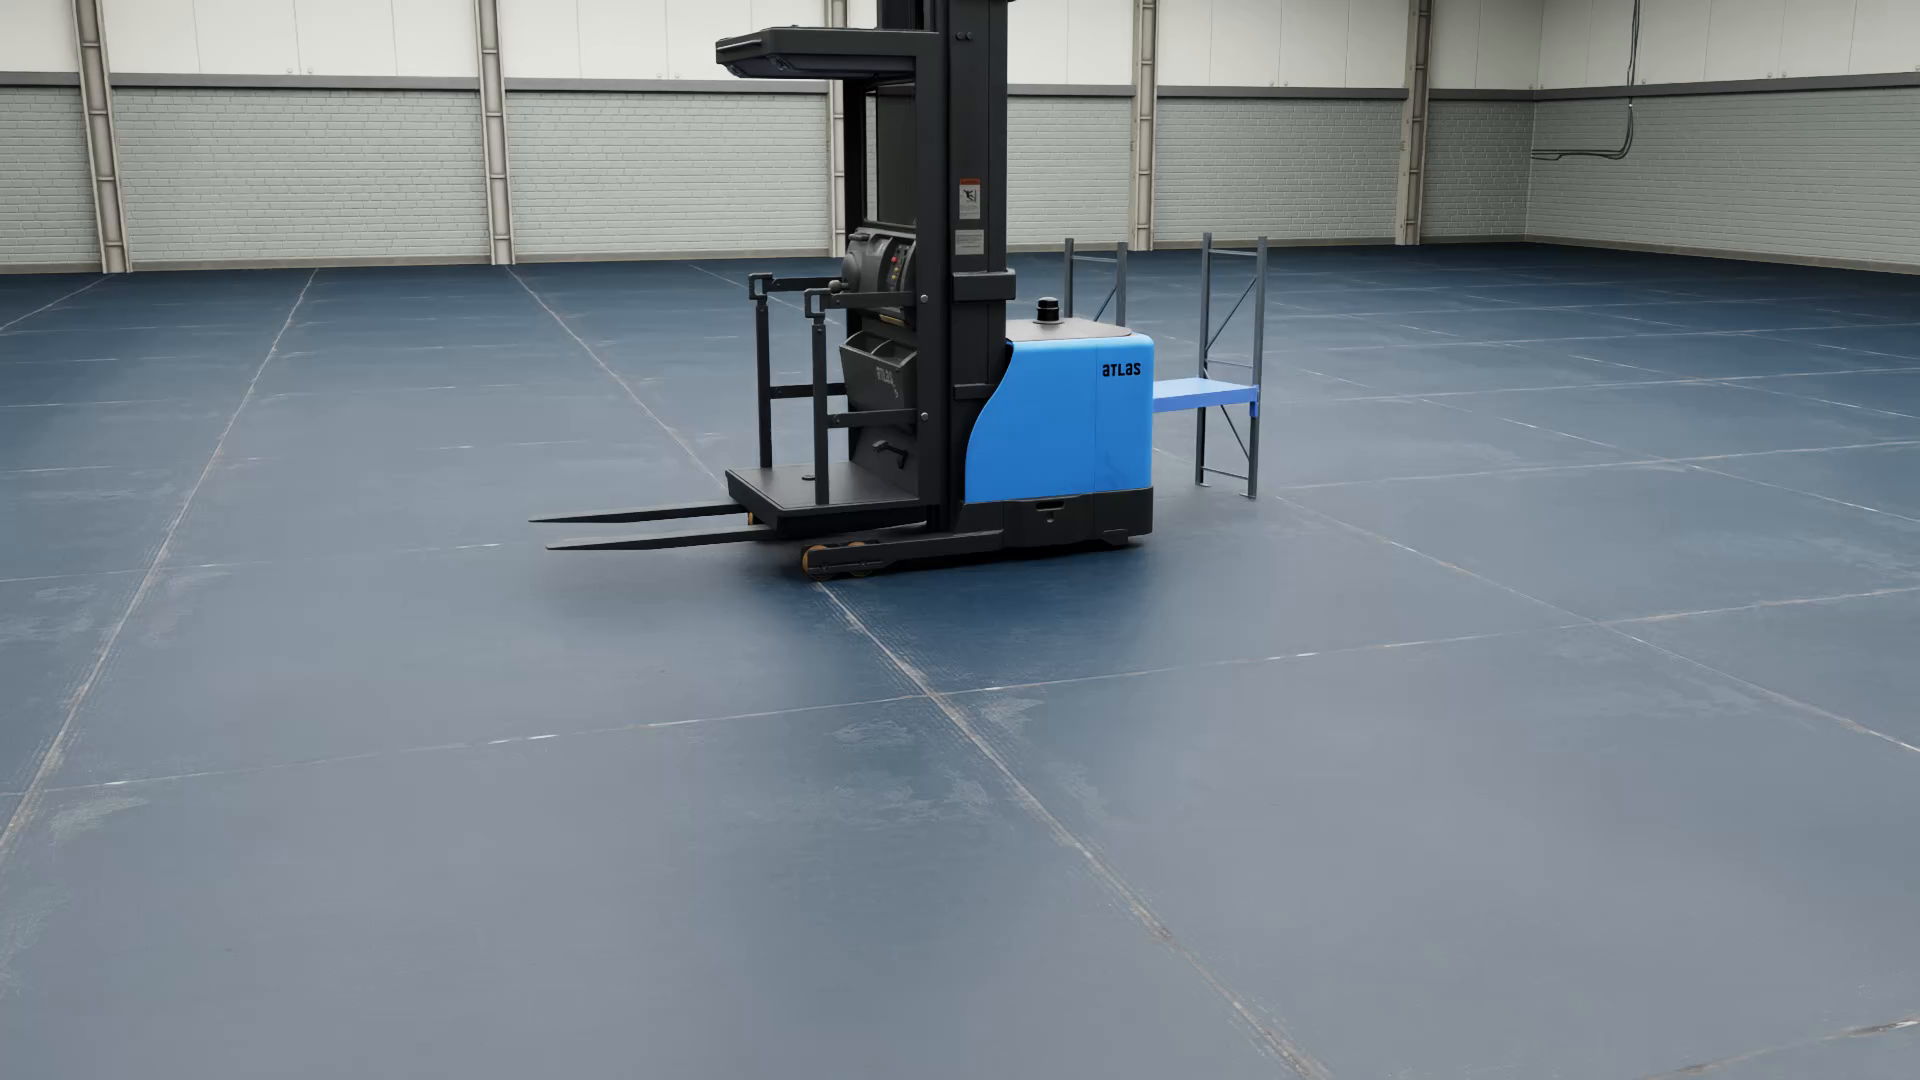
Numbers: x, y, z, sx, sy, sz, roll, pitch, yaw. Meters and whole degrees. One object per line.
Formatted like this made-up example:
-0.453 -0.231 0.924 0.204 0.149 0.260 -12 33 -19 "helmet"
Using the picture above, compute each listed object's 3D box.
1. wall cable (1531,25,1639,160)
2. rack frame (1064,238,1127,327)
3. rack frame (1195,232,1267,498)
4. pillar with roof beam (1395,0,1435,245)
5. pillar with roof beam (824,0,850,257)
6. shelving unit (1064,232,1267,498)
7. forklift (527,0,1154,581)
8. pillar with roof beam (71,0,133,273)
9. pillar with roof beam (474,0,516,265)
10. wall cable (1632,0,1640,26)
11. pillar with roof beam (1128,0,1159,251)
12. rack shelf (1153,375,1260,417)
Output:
12.408 -8.877 33.224 0.112 2.526 3.097 -4 14 -18 "wall cable"
0.730 -0.890 9.142 0.032 1.500 0.500 -9 16 -33 "rack frame"
1.573 -1.021 9.695 0.032 1.500 0.500 -9 16 -33 "rack frame"
10.567 -9.516 29.201 0.400 9.000 9.100 -4 14 -18 "pillar with roof beam"
-0.807 -8.630 25.478 0.400 9.000 9.100 -4 14 -18 "pillar with roof beam"
1.152 -0.955 9.419 1.048 1.500 0.538 -9 16 -33 "shelving unit"
-0.583 -1.372 8.077 3.031 2.935 1.130 -5 14 -21 "forklift"
-12.180 -7.744 21.754 0.400 9.000 9.100 -4 14 -18 "pillar with roof beam"
-6.493 -8.187 23.616 0.400 9.000 9.100 -4 14 -18 "pillar with roof beam"
13.270 -10.740 30.146 0.112 2.526 3.097 -4 14 -18 "wall cable"
4.880 -9.073 27.339 0.400 9.000 9.100 -4 14 -18 "pillar with roof beam"
1.152 -0.780 9.460 1.000 0.185 0.538 -9 16 -33 "rack shelf"
